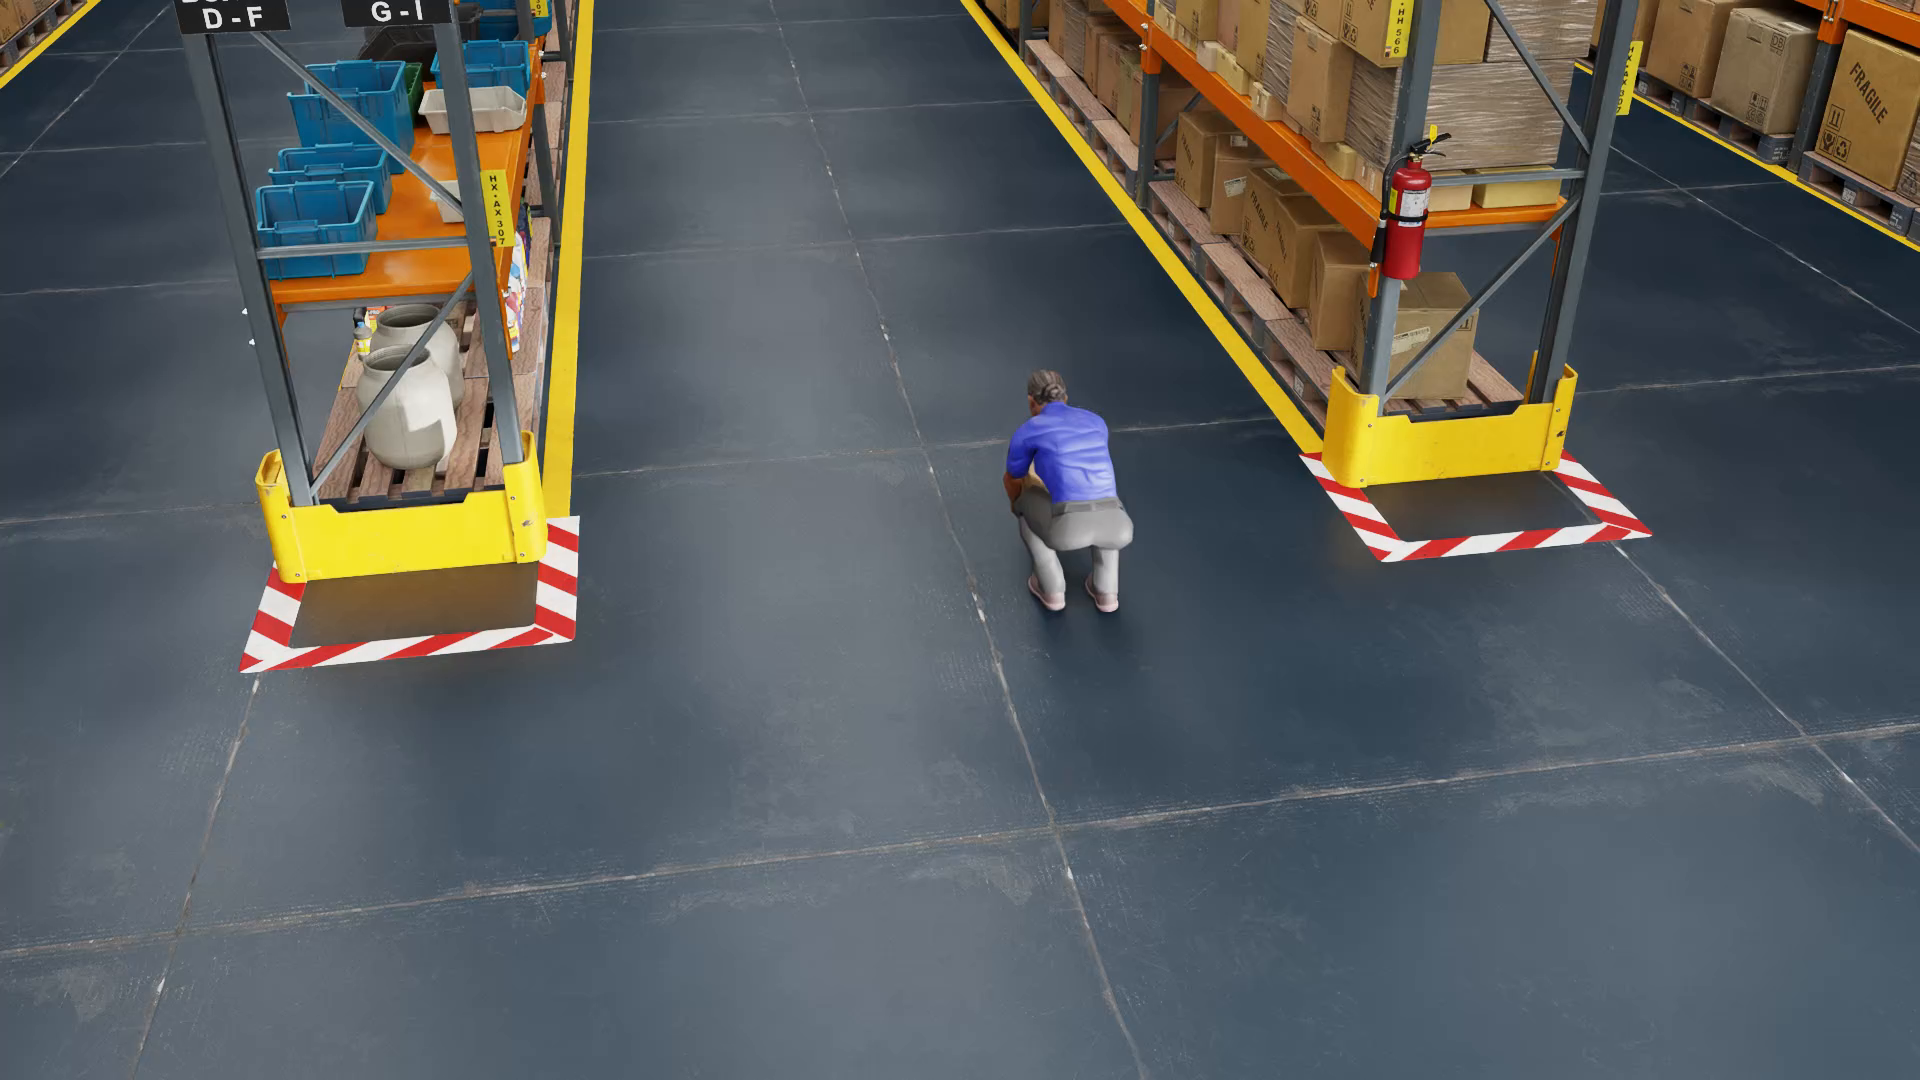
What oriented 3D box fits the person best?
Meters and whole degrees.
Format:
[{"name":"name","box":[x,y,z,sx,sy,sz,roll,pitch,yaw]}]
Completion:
[{"name":"person","box":[0.461,-0.201,7.187,0.482,0.936,0.824,-5,31,-9]}]
